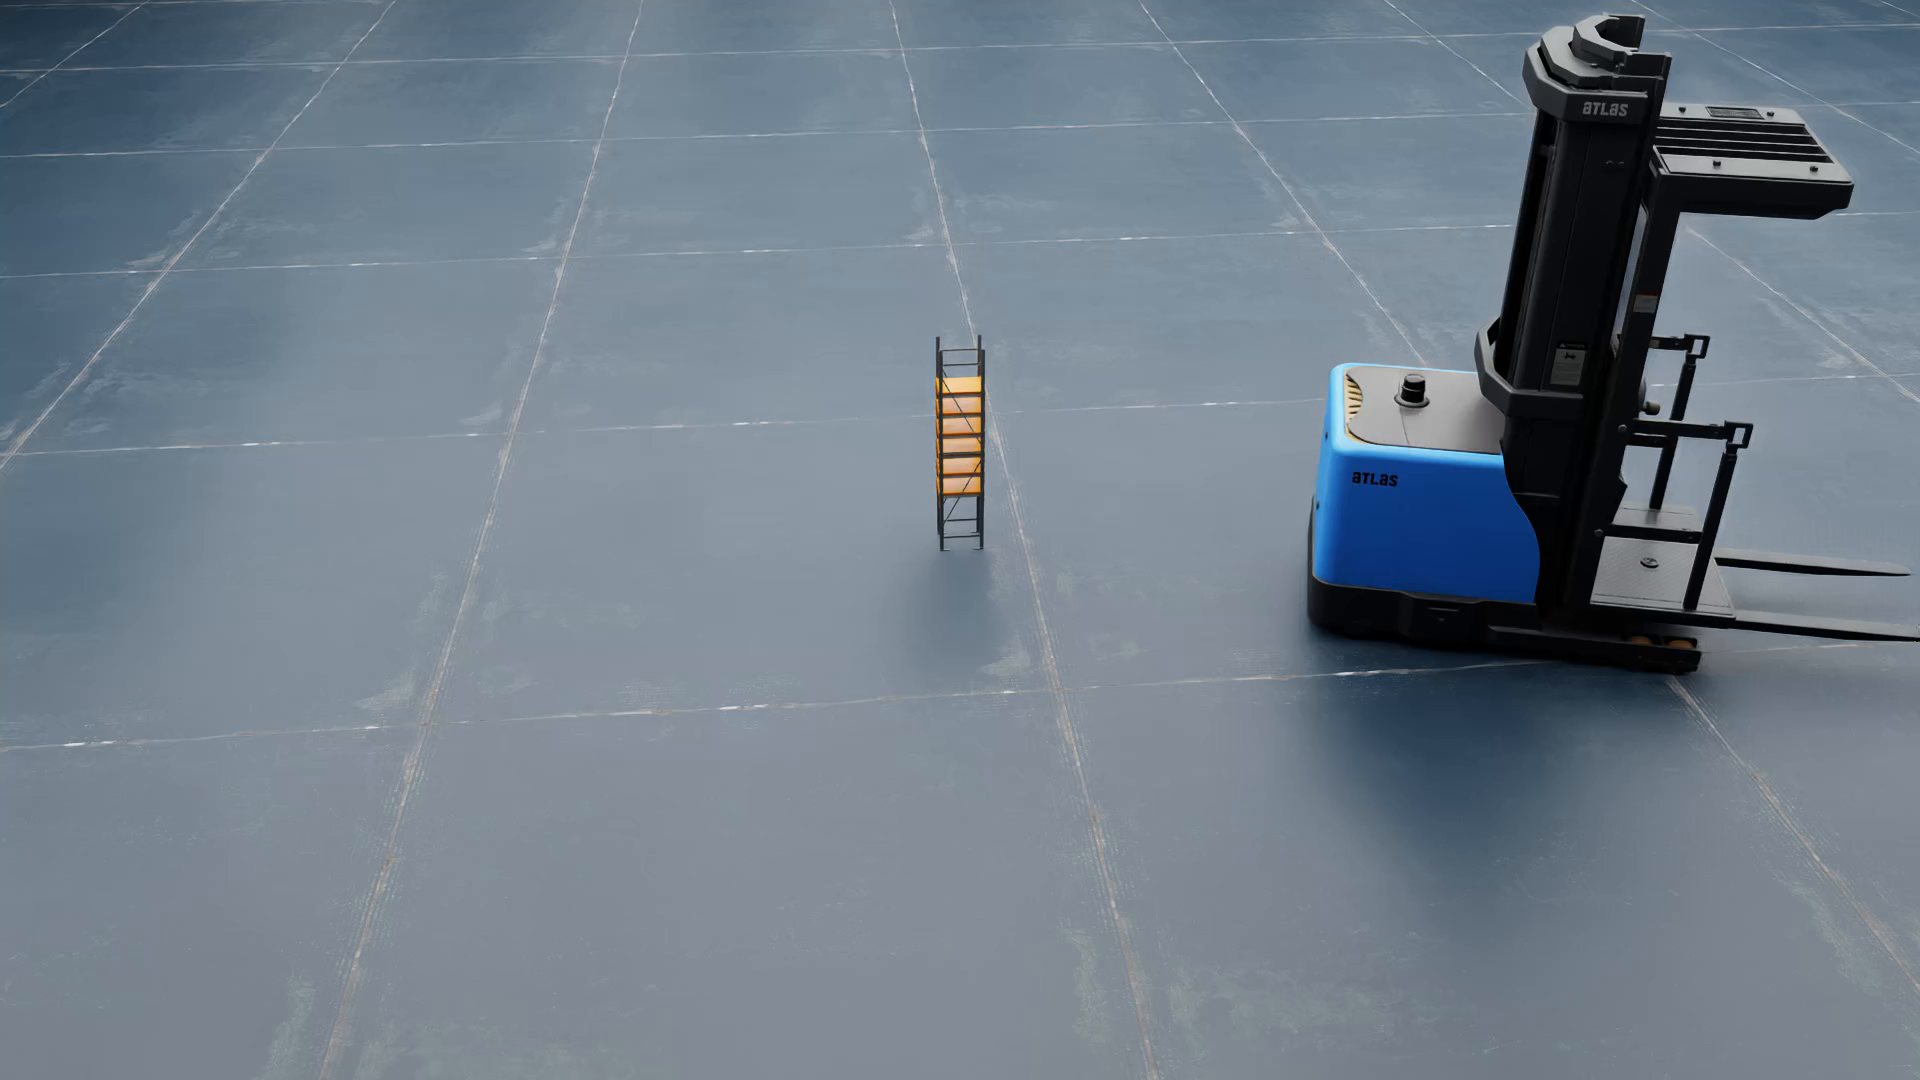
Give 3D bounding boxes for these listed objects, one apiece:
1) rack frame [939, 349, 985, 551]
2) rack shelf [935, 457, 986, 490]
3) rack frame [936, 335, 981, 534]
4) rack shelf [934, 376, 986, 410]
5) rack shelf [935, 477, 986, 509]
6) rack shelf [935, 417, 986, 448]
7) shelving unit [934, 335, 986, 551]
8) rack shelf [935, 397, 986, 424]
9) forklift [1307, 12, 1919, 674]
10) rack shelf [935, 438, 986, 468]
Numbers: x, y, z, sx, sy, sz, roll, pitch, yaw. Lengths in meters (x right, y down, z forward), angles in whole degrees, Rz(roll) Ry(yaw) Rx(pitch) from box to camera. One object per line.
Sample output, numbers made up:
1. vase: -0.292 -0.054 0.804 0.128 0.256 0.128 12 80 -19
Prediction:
1. rack frame: 0.010 -0.461 8.852 0.240 1.200 0.006 -3 31 -5
2. rack shelf: 0.001 -0.367 9.014 0.258 0.103 0.180 -3 31 -5
3. rack frame: -0.007 -0.554 9.008 0.240 1.200 0.006 -3 31 -5
4. rack shelf: 0.001 -0.779 8.768 0.258 0.103 0.180 -3 31 -5
5. rack shelf: 0.001 -0.264 9.076 0.258 0.103 0.180 -3 31 -5
6. rack shelf: 0.001 -0.573 8.891 0.258 0.103 0.180 -3 31 -5
7. shelving unit: 0.001 -0.508 8.930 0.258 1.200 0.189 -3 31 -5
8. rack shelf: 0.001 -0.676 8.830 0.258 0.103 0.180 -3 31 -5
9. forklift: 3.340 -0.897 7.894 3.031 2.935 1.130 5 31 9
10. rack shelf: 0.001 -0.470 8.953 0.258 0.103 0.180 -3 31 -5
